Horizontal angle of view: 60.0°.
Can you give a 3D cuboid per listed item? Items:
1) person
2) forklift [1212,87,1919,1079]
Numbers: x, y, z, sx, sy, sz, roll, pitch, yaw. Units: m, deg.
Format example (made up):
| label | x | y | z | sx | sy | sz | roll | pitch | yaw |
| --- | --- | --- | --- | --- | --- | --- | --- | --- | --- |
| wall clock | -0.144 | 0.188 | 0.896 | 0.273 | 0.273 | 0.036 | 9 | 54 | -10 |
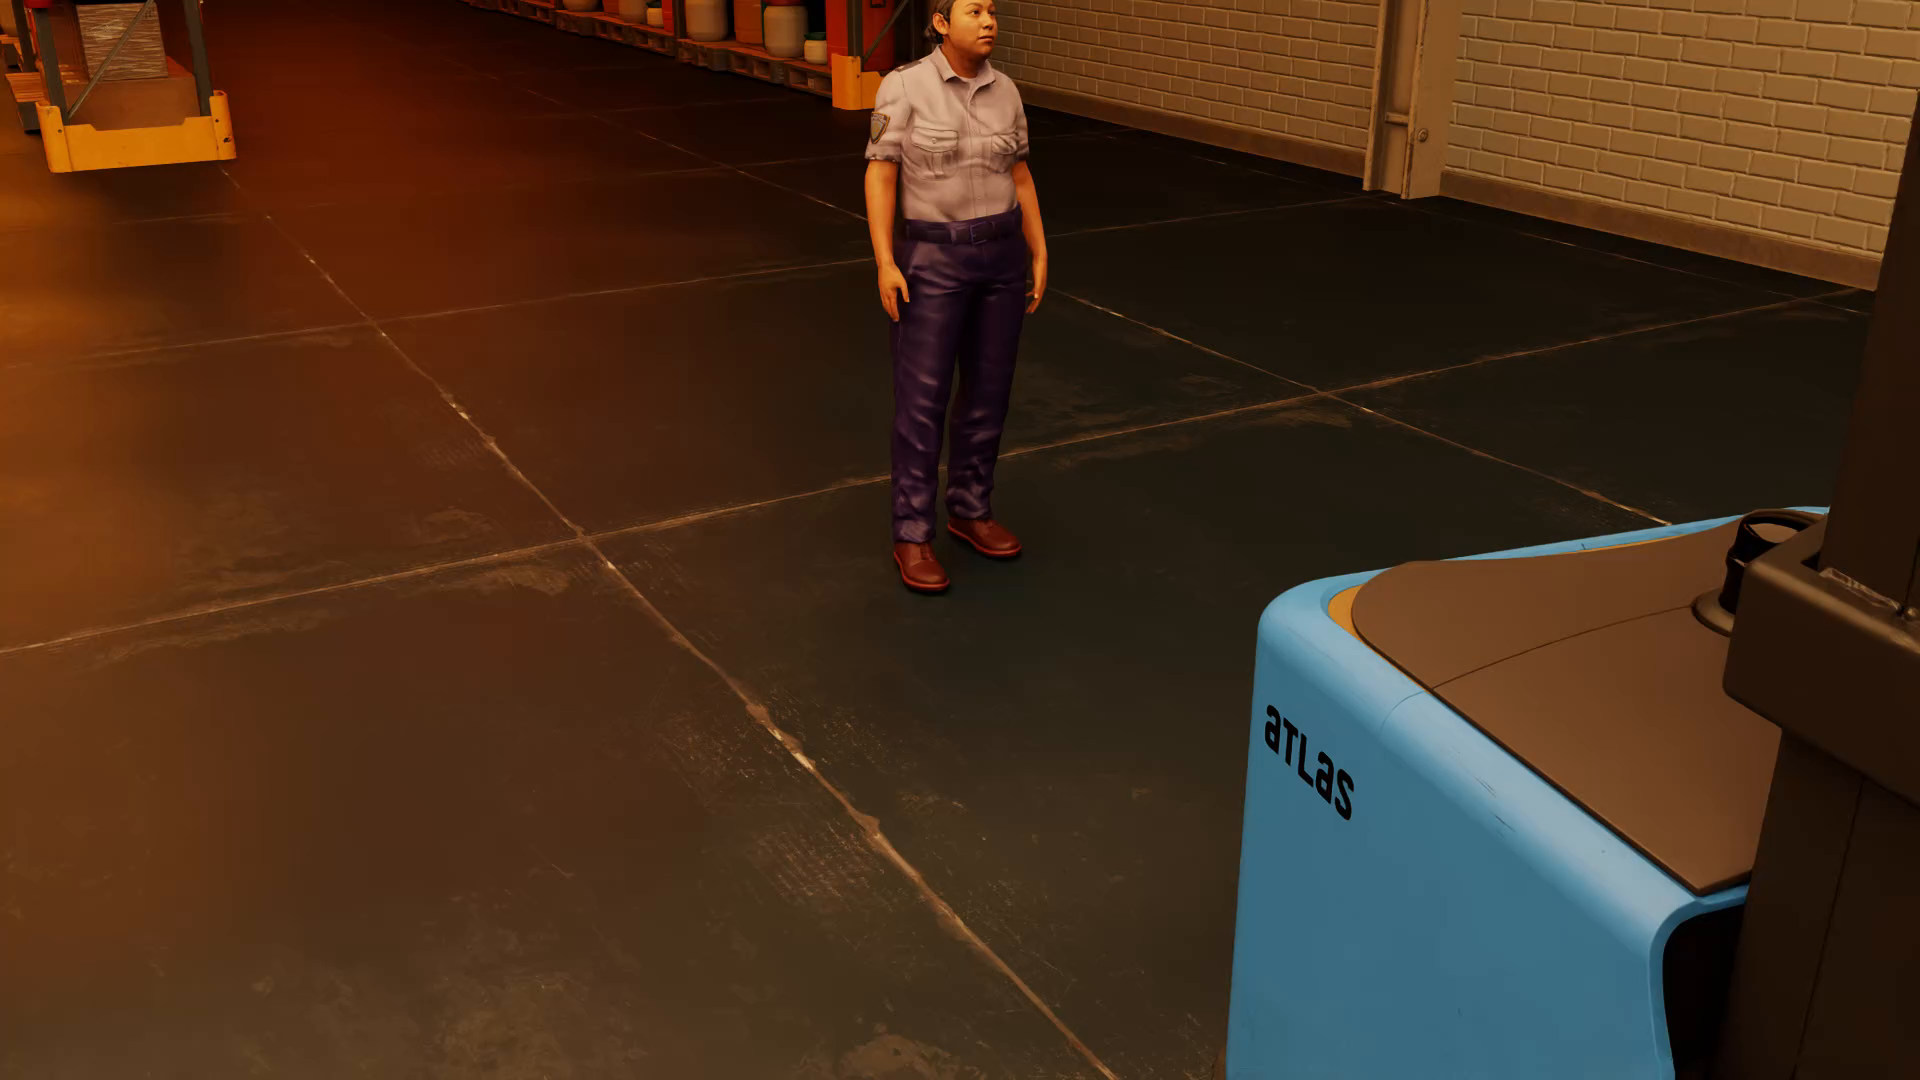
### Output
| label | x | y | z | sx | sy | sz | roll | pitch | yaw |
| --- | --- | --- | --- | --- | --- | --- | --- | --- | --- |
| person | 0.025 | -0.736 | 4.736 | 0.598 | 1.651 | 0.503 | -12 | 25 | -28 |
| forklift | 1.336 | 0.162 | 0.878 | 1.130 | 2.935 | 3.031 | -8 | 23 | -18 |
